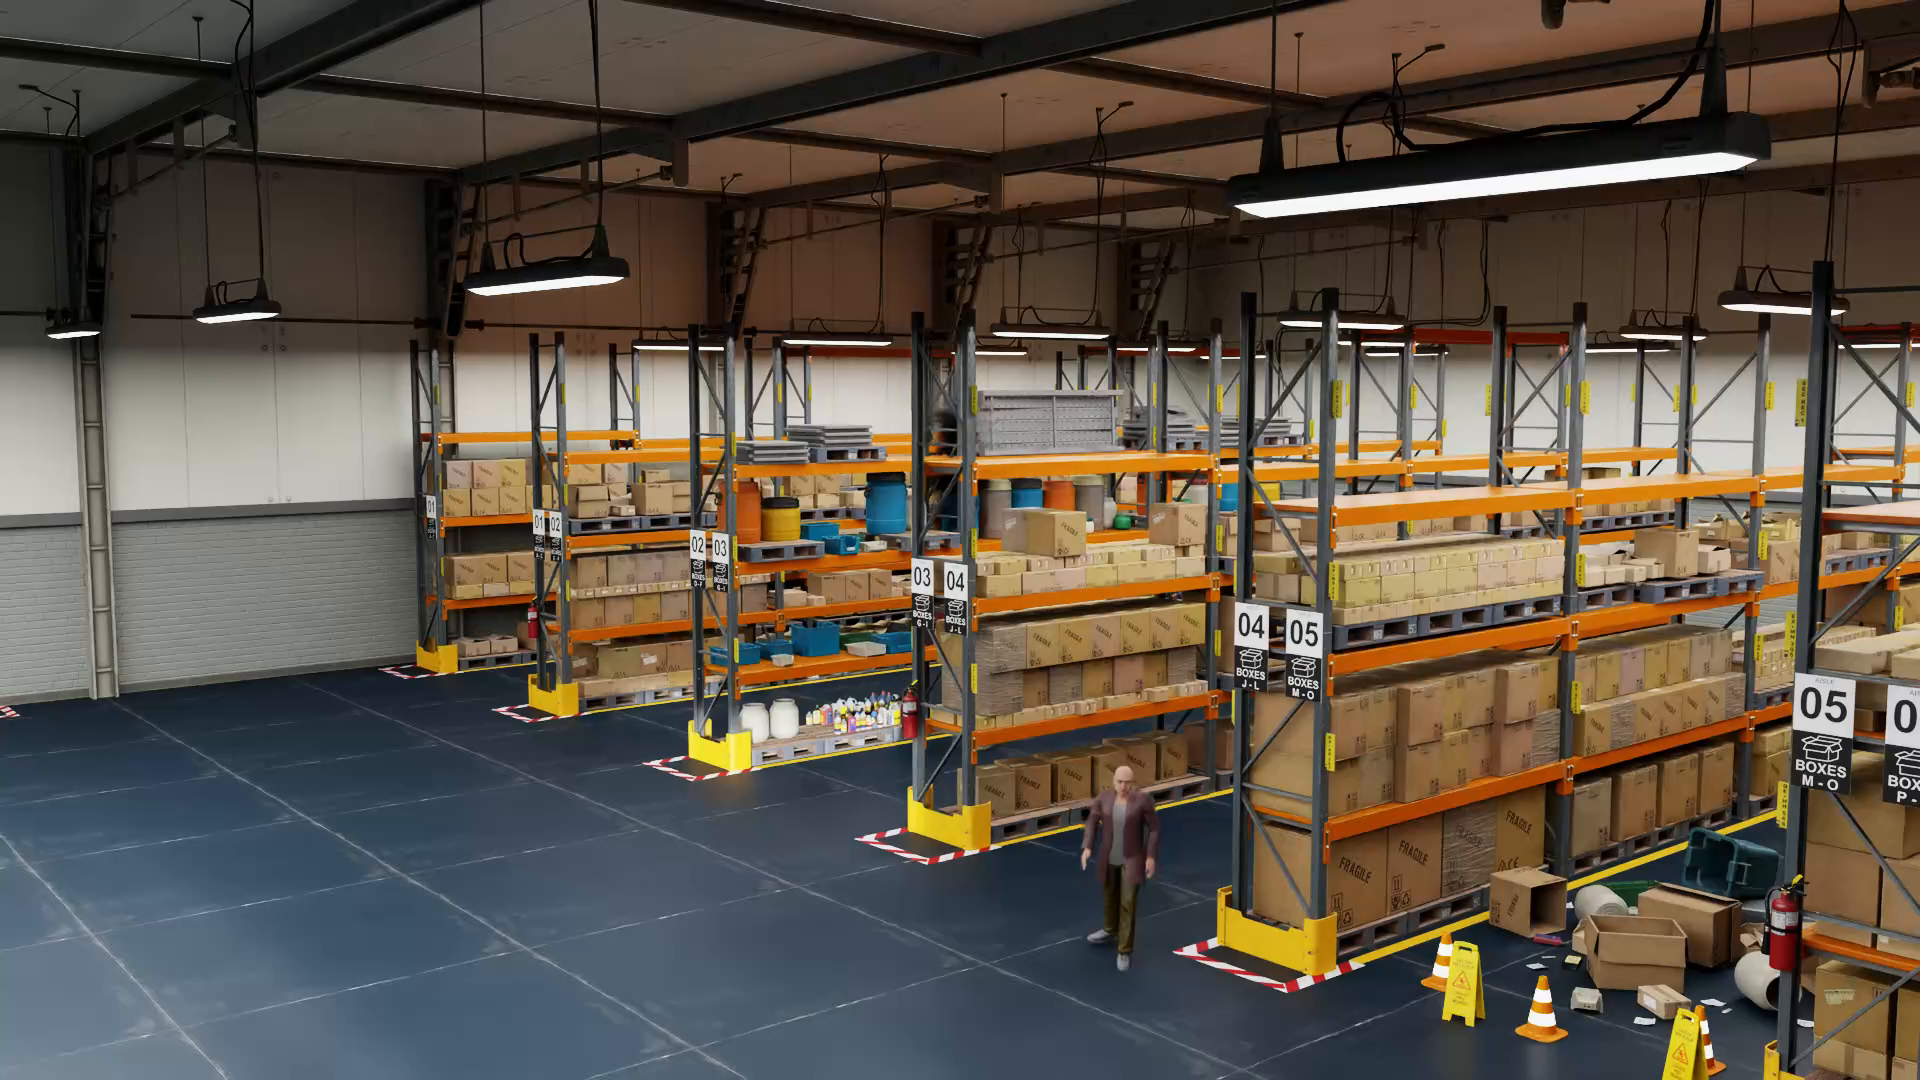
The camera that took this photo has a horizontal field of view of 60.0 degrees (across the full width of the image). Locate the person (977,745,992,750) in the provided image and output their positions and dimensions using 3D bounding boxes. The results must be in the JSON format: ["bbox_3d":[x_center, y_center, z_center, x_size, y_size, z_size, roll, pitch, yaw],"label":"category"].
[{"bbox_3d":[0.365,2.091,23.774,0.486,1.767,0.618,-3,6,-29],"label":"person"}]

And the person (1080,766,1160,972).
[{"bbox_3d":[1.437,2.901,15.031,0.694,1.778,0.808,2,6,25],"label":"person"}]
